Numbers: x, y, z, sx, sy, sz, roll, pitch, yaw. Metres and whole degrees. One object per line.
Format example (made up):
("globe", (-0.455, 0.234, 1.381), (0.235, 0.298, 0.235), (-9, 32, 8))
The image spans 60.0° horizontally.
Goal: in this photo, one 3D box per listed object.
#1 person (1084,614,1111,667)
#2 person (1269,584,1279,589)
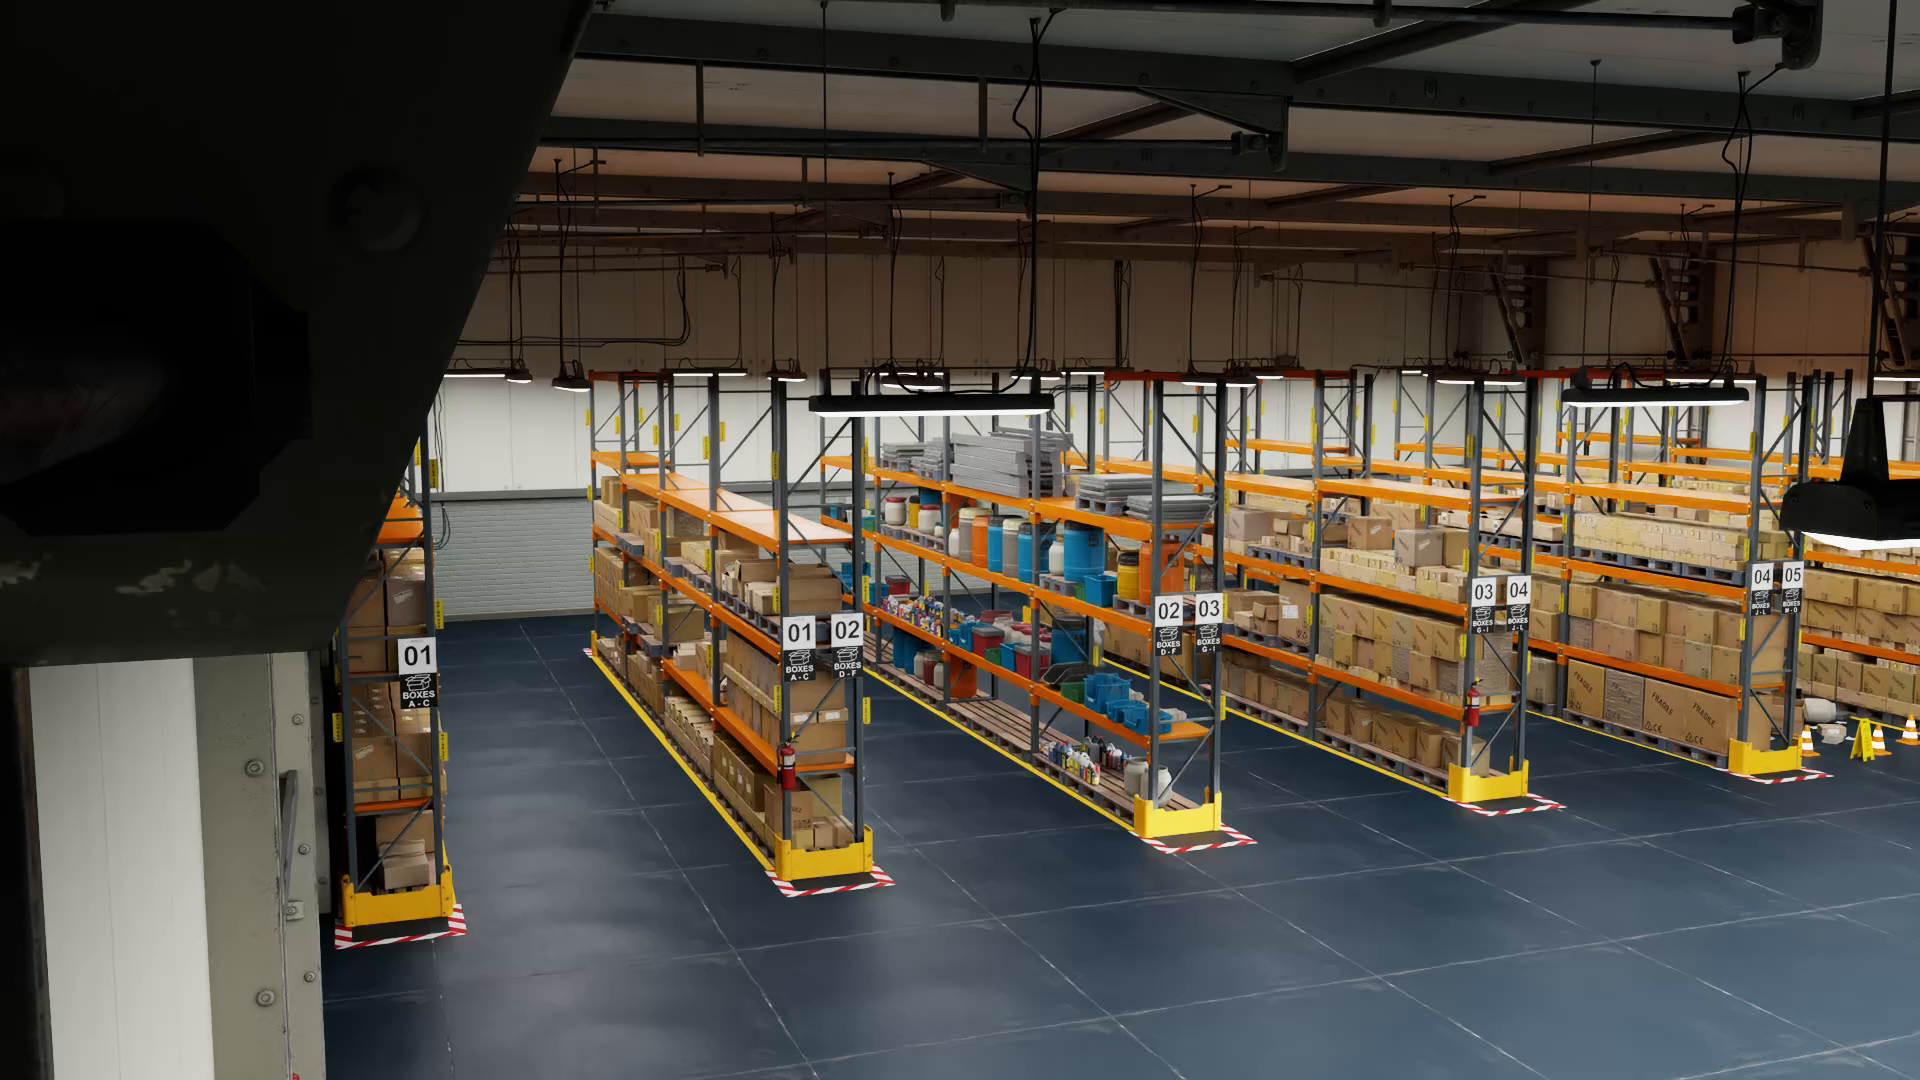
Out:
("person", (2.669, 1.690, 32.491), (0.442, 1.520, 1.036), (-3, 7, -22))
("person", (8.636, 0.463, 44.910), (0.681, 1.709, 0.551), (-1, 7, -13))
